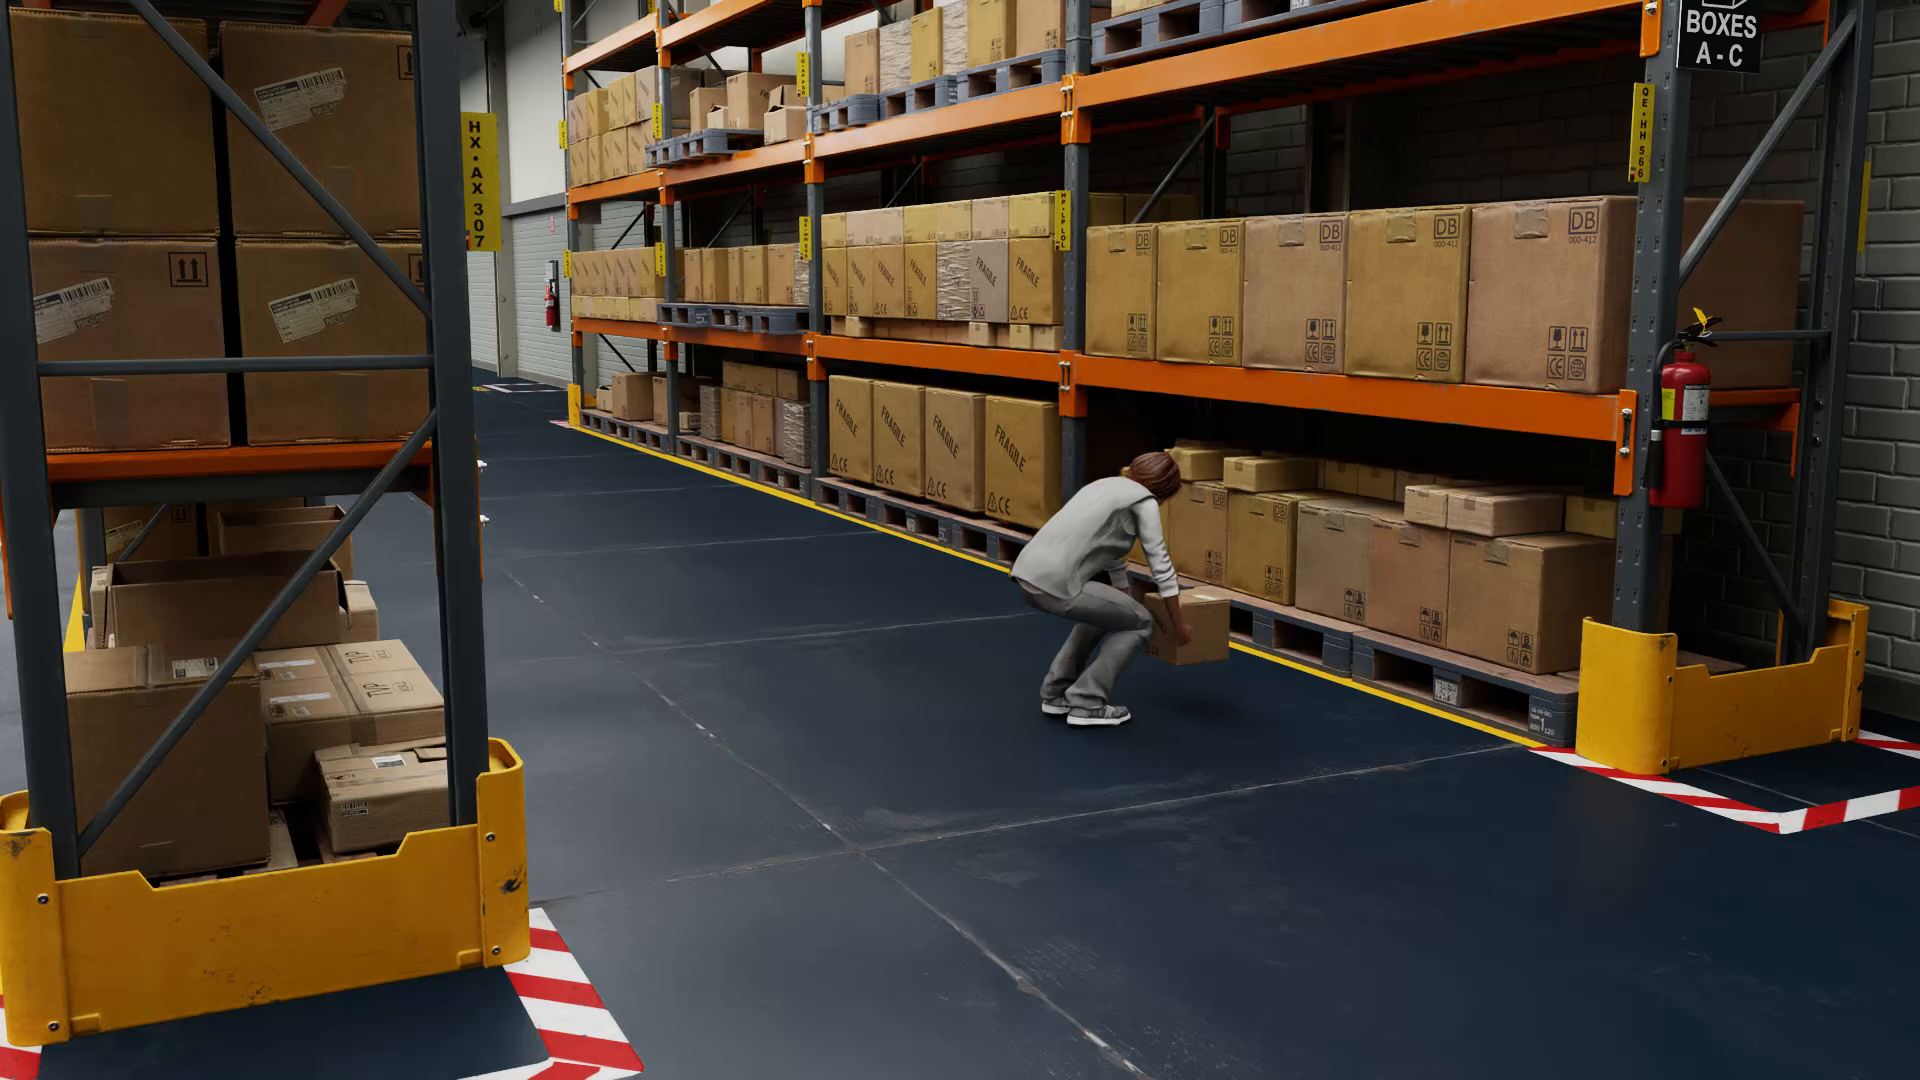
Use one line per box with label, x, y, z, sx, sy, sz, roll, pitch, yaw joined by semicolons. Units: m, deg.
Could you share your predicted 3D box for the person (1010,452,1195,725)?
person;0.546;0.183;6.539;0.757;1.039;0.457;-4;10;-26
